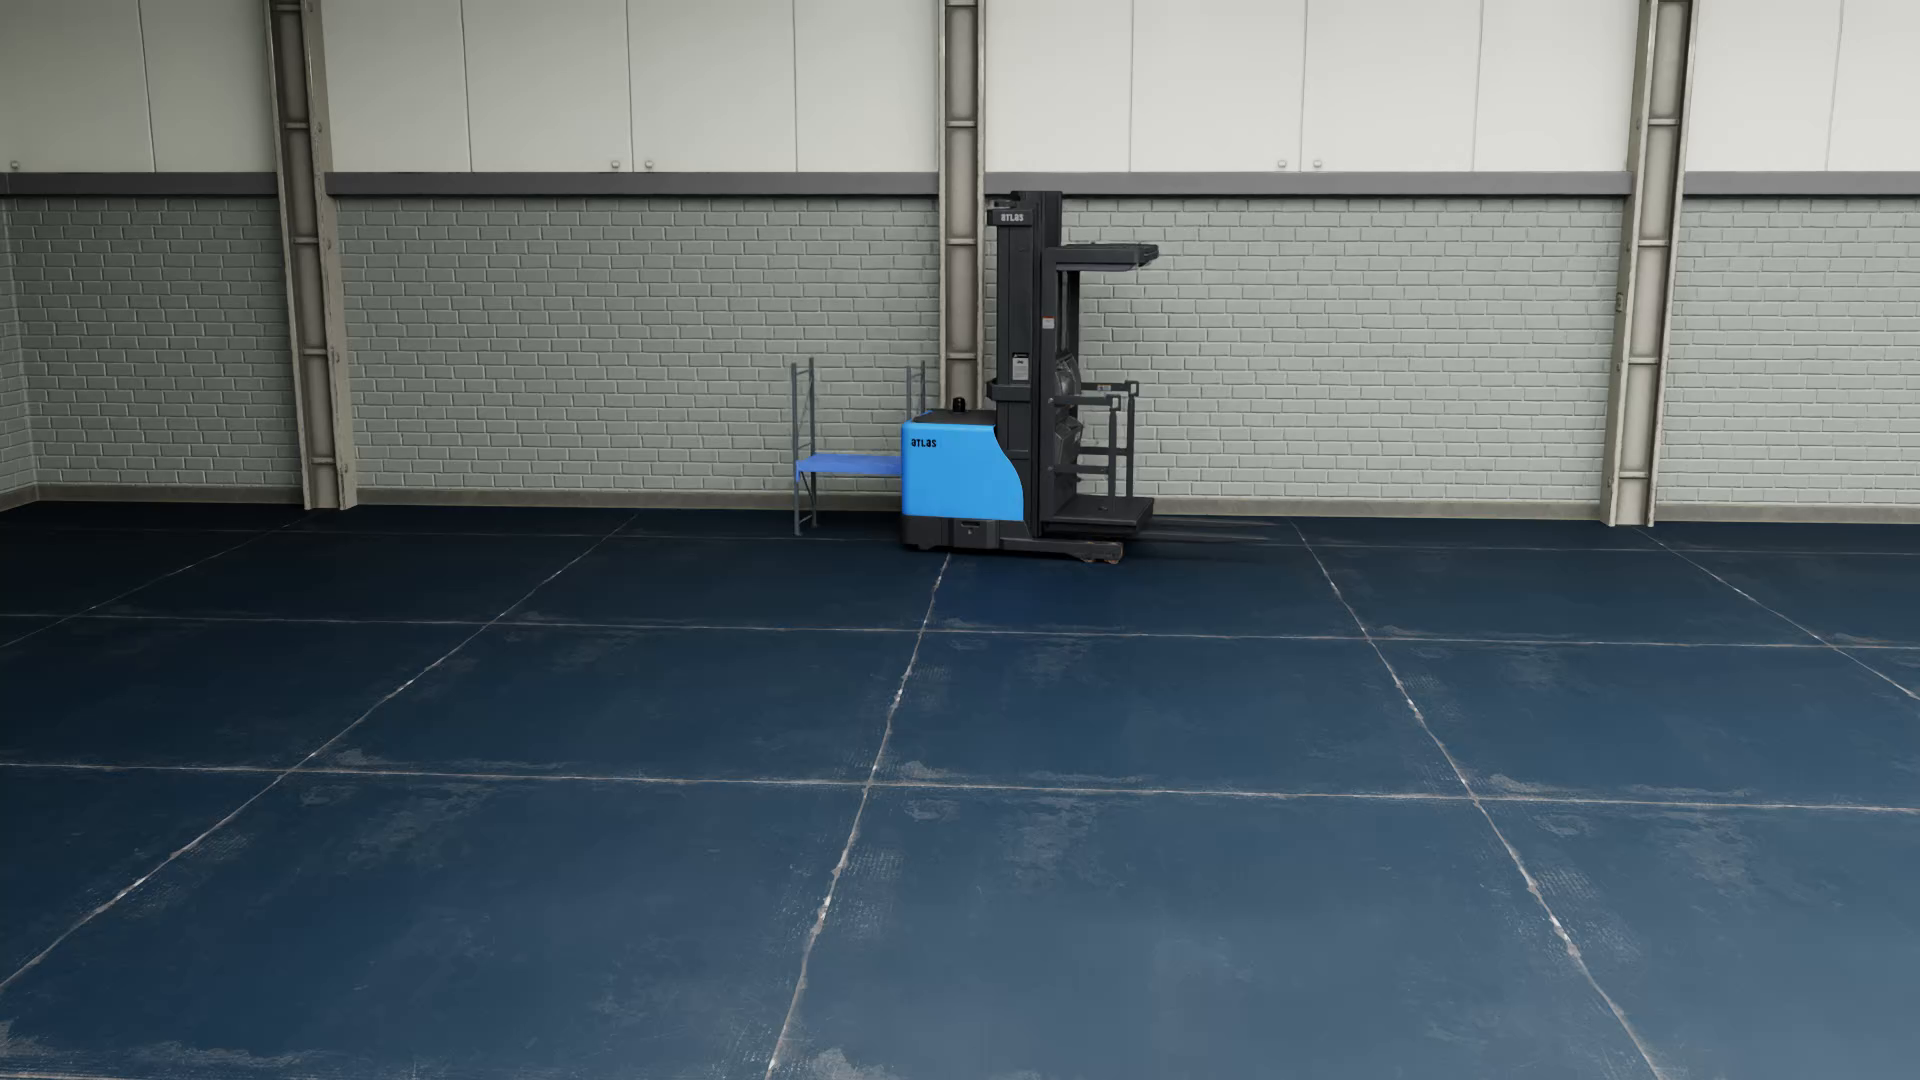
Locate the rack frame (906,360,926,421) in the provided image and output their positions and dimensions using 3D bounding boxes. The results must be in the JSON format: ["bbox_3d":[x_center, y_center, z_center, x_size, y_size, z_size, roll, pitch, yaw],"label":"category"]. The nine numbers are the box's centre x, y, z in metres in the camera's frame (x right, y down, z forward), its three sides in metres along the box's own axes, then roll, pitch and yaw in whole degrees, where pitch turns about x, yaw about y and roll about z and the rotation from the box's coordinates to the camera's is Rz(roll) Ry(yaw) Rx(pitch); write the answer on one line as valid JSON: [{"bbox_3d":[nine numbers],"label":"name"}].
[{"bbox_3d":[-0.374,-0.770,14.287,0.032,1.500,0.500,3,12,14],"label":"rack frame"}]

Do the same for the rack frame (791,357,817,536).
[{"bbox_3d":[-1.360,-0.821,14.529,0.032,1.500,0.500,3,12,14],"label":"rack frame"}]

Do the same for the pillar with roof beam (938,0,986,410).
[{"bbox_3d":[-0.267,-3.761,10.269,0.400,9.000,9.100,1,12,4],"label":"pillar with roof beam"}]

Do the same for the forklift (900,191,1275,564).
[{"bbox_3d":[1.075,-1.365,13.633,3.031,2.935,1.130,3,12,14],"label":"forklift"}]

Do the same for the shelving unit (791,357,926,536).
[{"bbox_3d":[-0.867,-0.796,14.408,1.048,1.500,0.538,3,12,14],"label":"shelving unit"}]

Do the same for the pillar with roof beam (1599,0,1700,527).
[{"bbox_3d":[5.719,-3.679,9.877,0.400,9.000,9.100,1,12,4],"label":"pillar with roof beam"}]

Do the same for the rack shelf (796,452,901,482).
[{"bbox_3d":[-0.867,-0.619,14.445,1.000,0.185,0.538,3,12,14],"label":"rack shelf"}]

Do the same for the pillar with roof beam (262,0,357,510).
[{"bbox_3d":[-6.254,-3.843,10.662,0.400,9.000,9.100,1,12,4],"label":"pillar with roof beam"}]
